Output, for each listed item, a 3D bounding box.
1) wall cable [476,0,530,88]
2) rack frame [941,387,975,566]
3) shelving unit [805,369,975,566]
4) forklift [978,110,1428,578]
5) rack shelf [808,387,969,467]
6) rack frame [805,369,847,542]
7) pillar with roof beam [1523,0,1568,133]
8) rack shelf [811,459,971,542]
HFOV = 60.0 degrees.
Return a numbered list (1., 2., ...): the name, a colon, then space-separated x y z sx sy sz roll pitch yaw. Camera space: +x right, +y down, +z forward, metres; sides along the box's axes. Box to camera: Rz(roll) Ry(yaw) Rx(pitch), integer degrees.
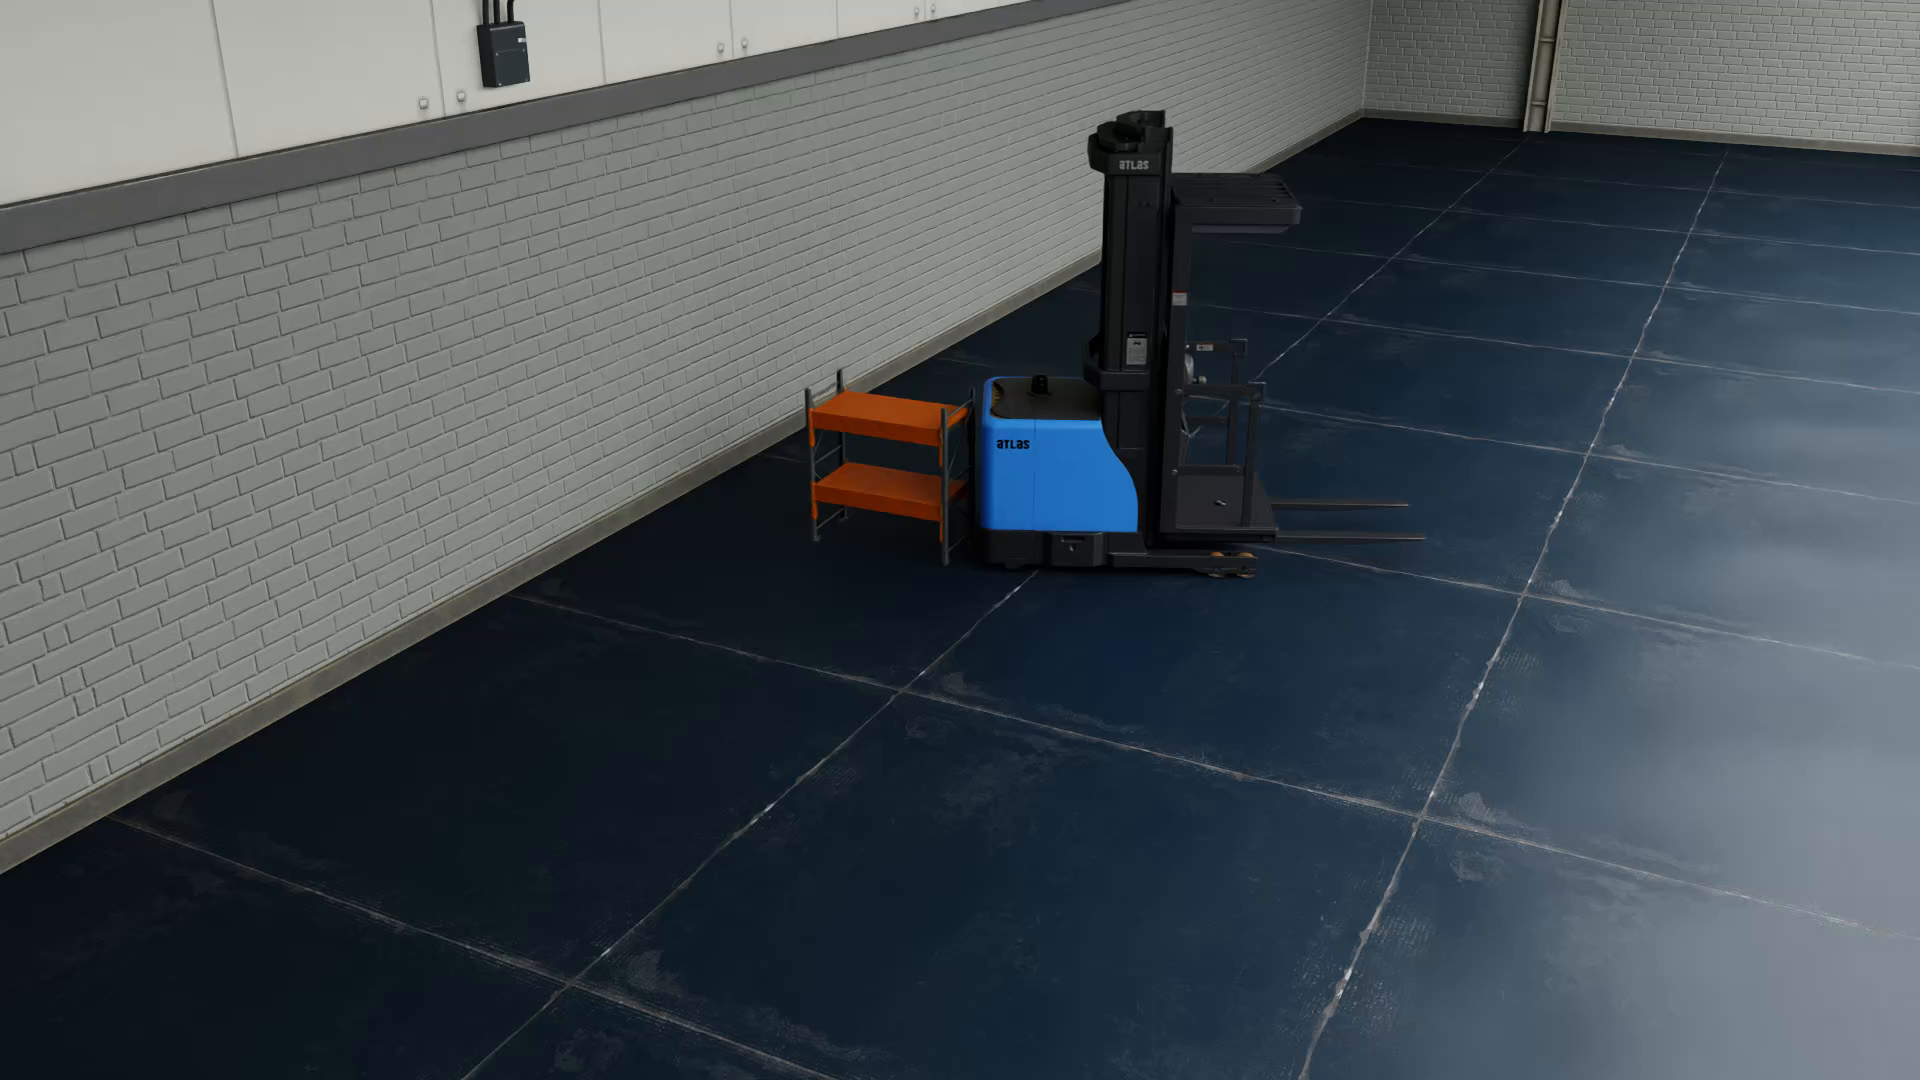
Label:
1. wall cable: -2.275 -5.868 9.705 0.169 6.003 2.305 11 25 25
2. rack frame: -0.010 -0.431 11.327 0.032 1.125 0.500 10 25 22
3. shelving unit: -0.475 -0.512 11.518 1.048 1.125 0.538 10 25 22
4. forklift: 1.652 -1.308 11.080 3.031 2.935 1.130 1 23 2
5. rack shelf: -0.475 -0.782 11.403 1.000 0.278 0.538 10 25 22
6. rack frame: -0.939 -0.593 11.708 0.032 1.125 0.500 10 25 22
7. pillar with roof beam: 7.730 -9.506 22.605 0.400 9.000 9.100 11 25 25
8. rack shelf: -0.475 -0.287 11.613 1.000 0.278 0.538 10 25 22
